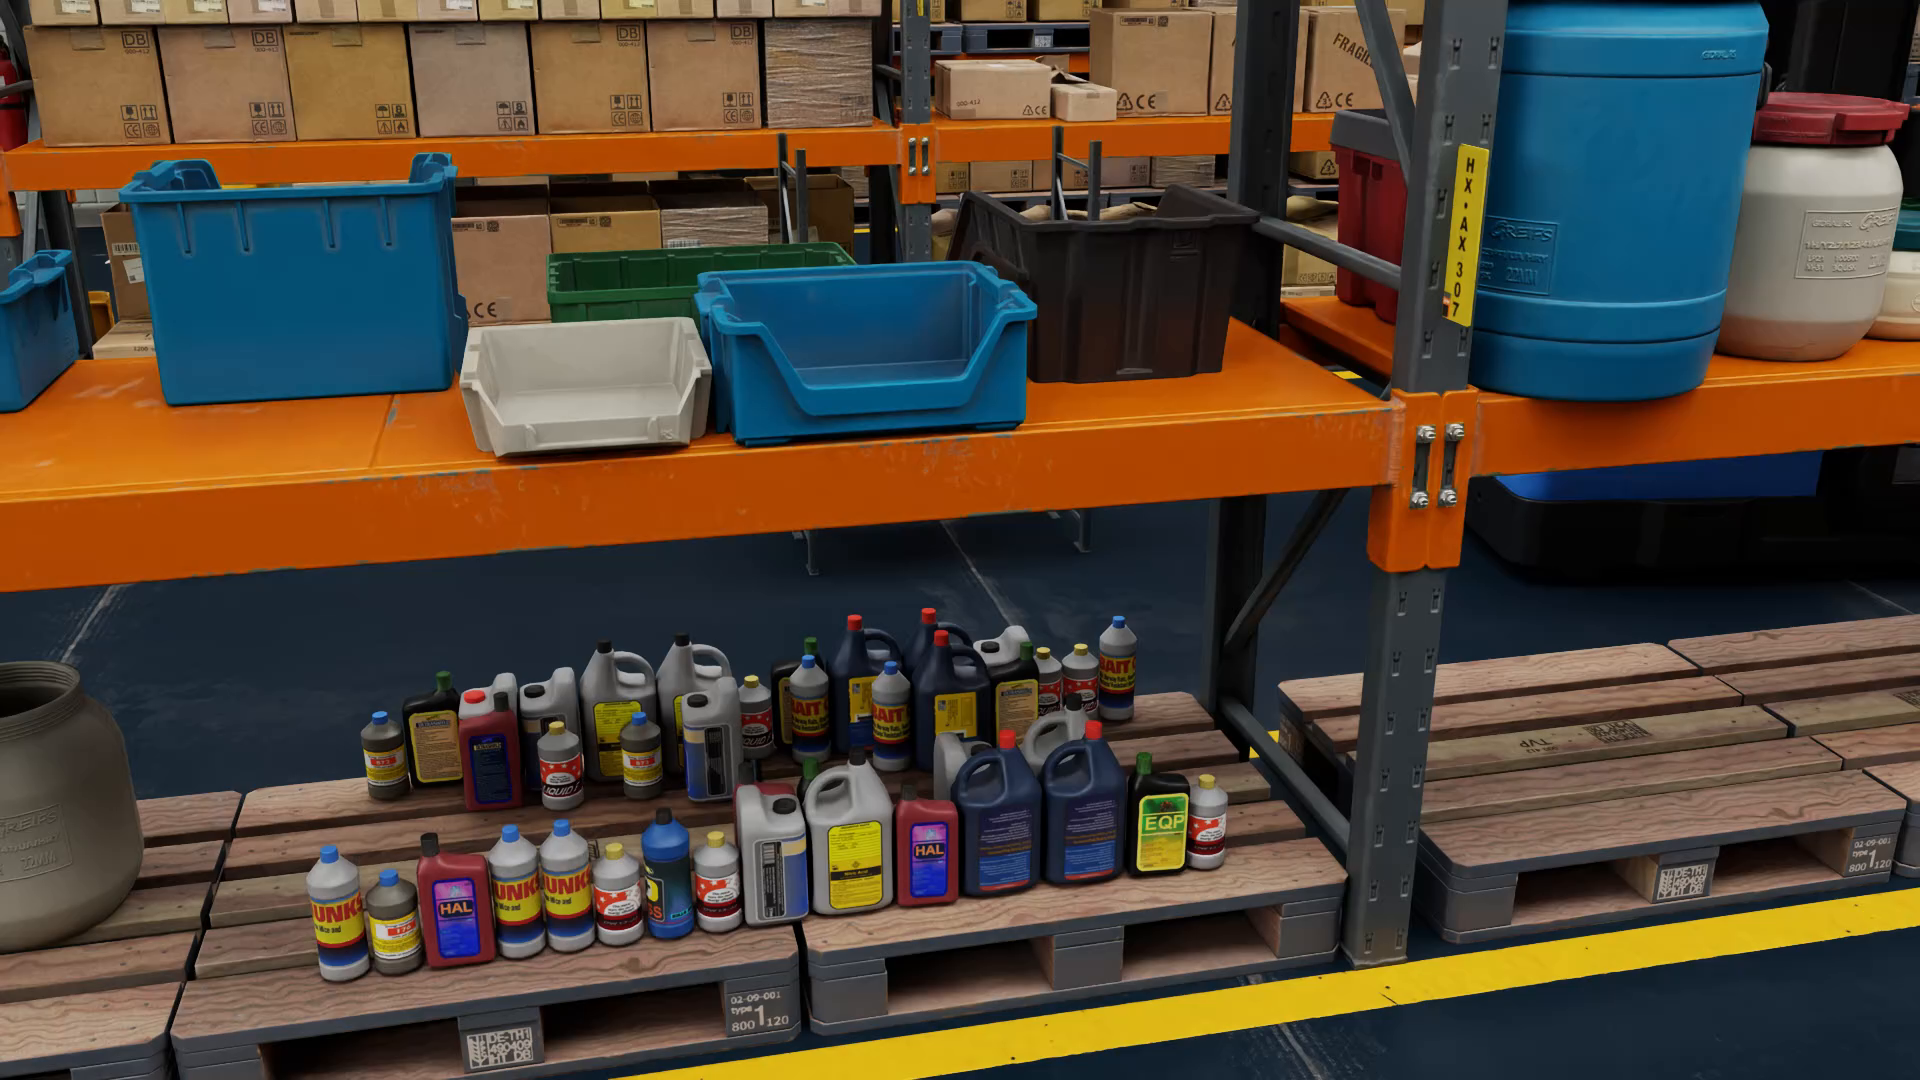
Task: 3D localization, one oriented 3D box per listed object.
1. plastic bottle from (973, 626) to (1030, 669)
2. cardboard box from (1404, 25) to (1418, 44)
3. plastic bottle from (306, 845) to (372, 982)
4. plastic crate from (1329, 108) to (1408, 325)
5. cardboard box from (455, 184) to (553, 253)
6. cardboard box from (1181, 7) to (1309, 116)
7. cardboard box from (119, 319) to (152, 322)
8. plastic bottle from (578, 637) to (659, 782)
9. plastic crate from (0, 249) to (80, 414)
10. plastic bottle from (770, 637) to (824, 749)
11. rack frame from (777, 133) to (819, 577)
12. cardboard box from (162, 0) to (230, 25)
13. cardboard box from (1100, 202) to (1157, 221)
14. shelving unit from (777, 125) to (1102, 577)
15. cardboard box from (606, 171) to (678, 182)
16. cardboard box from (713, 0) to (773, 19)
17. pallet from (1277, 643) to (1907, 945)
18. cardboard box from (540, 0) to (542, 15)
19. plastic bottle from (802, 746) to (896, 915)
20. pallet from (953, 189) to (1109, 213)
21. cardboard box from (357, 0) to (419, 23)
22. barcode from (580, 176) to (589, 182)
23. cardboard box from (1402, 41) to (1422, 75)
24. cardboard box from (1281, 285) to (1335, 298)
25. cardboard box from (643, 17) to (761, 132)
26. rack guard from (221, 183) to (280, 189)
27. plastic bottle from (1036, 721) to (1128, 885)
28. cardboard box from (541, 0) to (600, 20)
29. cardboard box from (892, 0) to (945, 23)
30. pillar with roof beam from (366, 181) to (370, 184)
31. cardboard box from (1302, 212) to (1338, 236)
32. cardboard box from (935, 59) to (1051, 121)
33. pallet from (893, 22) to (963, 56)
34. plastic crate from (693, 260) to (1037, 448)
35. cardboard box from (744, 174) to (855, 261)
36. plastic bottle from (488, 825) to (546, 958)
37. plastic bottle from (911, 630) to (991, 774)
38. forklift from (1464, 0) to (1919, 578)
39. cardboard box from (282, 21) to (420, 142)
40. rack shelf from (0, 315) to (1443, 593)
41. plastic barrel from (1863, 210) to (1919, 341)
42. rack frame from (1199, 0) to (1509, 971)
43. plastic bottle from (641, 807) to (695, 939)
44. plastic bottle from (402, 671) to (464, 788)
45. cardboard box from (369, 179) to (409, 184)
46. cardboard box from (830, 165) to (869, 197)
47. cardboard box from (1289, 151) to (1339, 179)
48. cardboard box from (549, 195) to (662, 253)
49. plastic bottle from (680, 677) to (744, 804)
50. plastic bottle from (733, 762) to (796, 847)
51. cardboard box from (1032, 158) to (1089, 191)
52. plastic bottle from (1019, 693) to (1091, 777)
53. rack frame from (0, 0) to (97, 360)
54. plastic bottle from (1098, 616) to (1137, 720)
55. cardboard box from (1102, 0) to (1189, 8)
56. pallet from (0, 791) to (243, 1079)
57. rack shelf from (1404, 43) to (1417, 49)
[{"bbox_3d":[0.106,0.363,4.282,0.135,0.276,0.152,-4,20,-11],"label":"plastic bottle"},{"bbox_3d":[3.554,-4.166,13.663,0.250,0.149,0.380,-5,21,-13],"label":"cardboard box"},{"bbox_3d":[-1.231,0.730,3.289,0.097,0.271,0.097,0,20,0],"label":"plastic bottle"},{"bbox_3d":[1.226,-0.793,4.026,0.583,0.464,0.402,-5,21,-12],"label":"plastic crate"},{"bbox_3d":[-2.294,-1.488,8.311,0.500,0.500,0.500,-5,21,-12],"label":"cardboard box"},{"bbox_3d":[1.440,-2.464,8.535,0.500,0.500,0.500,-5,21,-12],"label":"cardboard box"},{"bbox_3d":[-3.750,-1.011,8.102,0.500,0.250,0.500,-5,21,-12],"label":"cardboard box"},{"bbox_3d":[-0.834,0.403,4.064,0.185,0.351,0.144,-4,20,-10],"label":"plastic bottle"},{"bbox_3d":[-2.016,-0.425,3.330,0.408,0.251,0.499,-5,21,-12],"label":"plastic crate"},{"bbox_3d":[-0.410,0.386,4.210,0.133,0.283,0.061,-4,20,-10],"label":"plastic bottle"},{"bbox_3d":[-0.578,-0.657,5.928,0.032,1.500,0.500,-5,21,-12],"label":"rack frame"},{"bbox_3d":[-3.273,-2.316,7.187,0.250,0.149,0.380,-5,21,-12],"label":"cardboard box"},{"bbox_3d":[1.008,-1.660,9.057,0.500,0.311,0.500,-5,21,-13],"label":"cardboard box"},{"bbox_3d":[-0.083,-0.697,6.038,1.048,1.500,0.538,-5,21,-12],"label":"shelving unit"},{"bbox_3d":[-2.455,-2.876,12.799,0.500,0.500,0.500,-6,21,-17],"label":"cardboard box"},{"bbox_3d":[-1.022,-2.498,7.686,0.250,0.149,0.380,-5,21,-14],"label":"cardboard box"},{"bbox_3d":[1.581,0.612,4.337,1.213,0.211,1.003,-5,21,-12],"label":"pallet"},{"bbox_3d":[-1.870,-2.572,7.888,0.250,0.149,0.380,-5,21,-14],"label":"cardboard box"},{"bbox_3d":[-0.236,0.603,3.519,0.185,0.351,0.144,-5,21,-13],"label":"plastic bottle"},{"bbox_3d":[0.492,-2.789,13.622,1.213,0.211,1.003,-5,21,-12],"label":"pallet"},{"bbox_3d":[-2.519,-2.377,7.355,0.250,0.149,0.380,-5,21,-13],"label":"cardboard box"},{"bbox_3d":[-2.922,-2.796,12.930,0.075,0.075,0.001,-5,21,-12],"label":"barcode"},{"bbox_3d":[2.667,-2.549,9.043,0.500,0.311,0.500,-5,21,-13],"label":"cardboard box"},{"bbox_3d":[1.635,-1.258,8.774,0.500,0.250,0.500,-4,21,-11],"label":"cardboard box"},{"bbox_3d":[-1.253,-2.246,7.941,0.500,0.500,0.700,-5,21,-13],"label":"cardboard box"},{"bbox_3d":[-5.273,-2.454,12.288,0.348,0.500,1.175,-5,21,-12],"label":"rack guard"},{"bbox_3d":[0.265,0.562,3.630,0.185,0.351,0.144,-5,21,-14],"label":"plastic bottle"},{"bbox_3d":[-1.762,-2.439,7.523,0.250,0.149,0.380,-4,21,-11],"label":"cardboard box"},{"bbox_3d":[-0.406,-4.263,12.806,0.500,0.500,0.700,-3,20,-7],"label":"cardboard box"},{"bbox_3d":[-3.874,-5.343,7.817,0.400,9.000,9.100,-5,21,-12],"label":"pillar with roof beam"},{"bbox_3d":[2.133,-1.560,8.785,0.500,0.311,0.500,-5,21,-13],"label":"cardboard box"},{"bbox_3d":[0.158,-2.264,8.352,0.500,0.250,0.500,-3,20,-9],"label":"cardboard box"},{"bbox_3d":[-0.677,-3.860,12.771,1.213,0.211,1.003,-5,21,-12],"label":"pallet"},{"bbox_3d":[-0.189,-0.374,3.191,0.616,0.251,0.499,-5,21,-12],"label":"plastic crate"},{"bbox_3d":[-0.834,-1.607,8.637,0.500,0.500,0.500,-5,21,-12],"label":"cardboard box"},{"bbox_3d":[-0.898,0.702,3.363,0.097,0.271,0.097,0,20,0],"label":"plastic bottle"},{"bbox_3d":[-0.023,0.388,4.106,0.185,0.351,0.144,-5,21,-12],"label":"plastic bottle"},{"bbox_3d":[3.419,-1.427,5.948,3.031,2.935,1.130,-1,20,-4],"label":"forklift"},{"bbox_3d":[-2.752,-2.124,7.607,0.500,0.500,0.700,-5,21,-12],"label":"cardboard box"},{"bbox_3d":[-1.121,-0.126,3.344,4.000,0.370,1.077,-5,21,-12],"label":"rack shelf"},{"bbox_3d":[2.149,-0.611,3.822,0.301,0.262,0.301,0,20,0],"label":"plastic barrel"},{"bbox_3d":[0.825,-0.622,3.653,0.127,3.000,1.000,-5,21,-12],"label":"rack frame"},{"bbox_3d":[-0.603,0.679,3.428,0.097,0.271,0.097,0,20,0],"label":"plastic bottle"},{"bbox_3d":[-1.271,0.456,4.019,0.133,0.283,0.061,-4,21,-11],"label":"plastic bottle"},{"bbox_3d":[-4.098,-2.636,12.418,0.500,0.311,0.500,-3,20,-8],"label":"cardboard box"},{"bbox_3d":[-0.742,-3.035,13.234,0.500,0.500,0.700,-4,20,-11],"label":"cardboard box"},{"bbox_3d":[3.184,-3.457,13.906,0.750,0.750,0.750,-5,21,-13],"label":"cardboard box"},{"bbox_3d":[-1.687,-1.352,7.943,0.500,0.500,0.500,-5,21,-12],"label":"cardboard box"},{"bbox_3d":[-0.595,0.471,3.988,0.135,0.276,0.152,-5,21,-12],"label":"plastic bottle"},{"bbox_3d":[-0.420,0.611,3.596,0.133,0.283,0.061,-5,21,-12],"label":"plastic bottle"},{"bbox_3d":[0.744,-3.163,13.582,0.500,0.500,0.700,-5,21,-13],"label":"cardboard box"},{"bbox_3d":[0.232,0.514,3.762,0.185,0.351,0.144,-5,21,-12],"label":"plastic bottle"},{"bbox_3d":[-4.204,-1.964,7.315,0.127,3.000,1.000,-5,21,-12],"label":"rack frame"},{"bbox_3d":[0.414,0.331,4.378,0.097,0.271,0.097,0,20,0],"label":"plastic bottle"},{"bbox_3d":[1.445,-4.415,13.221,0.500,0.500,0.700,-7,21,-18],"label":"cardboard box"},{"bbox_3d":[-2.212,0.919,3.498,1.213,0.211,1.003,-5,21,-12],"label":"pallet"},{"bbox_3d":[4.385,-4.076,14.126,4.000,0.370,1.077,-5,21,-12],"label":"rack shelf"}]
